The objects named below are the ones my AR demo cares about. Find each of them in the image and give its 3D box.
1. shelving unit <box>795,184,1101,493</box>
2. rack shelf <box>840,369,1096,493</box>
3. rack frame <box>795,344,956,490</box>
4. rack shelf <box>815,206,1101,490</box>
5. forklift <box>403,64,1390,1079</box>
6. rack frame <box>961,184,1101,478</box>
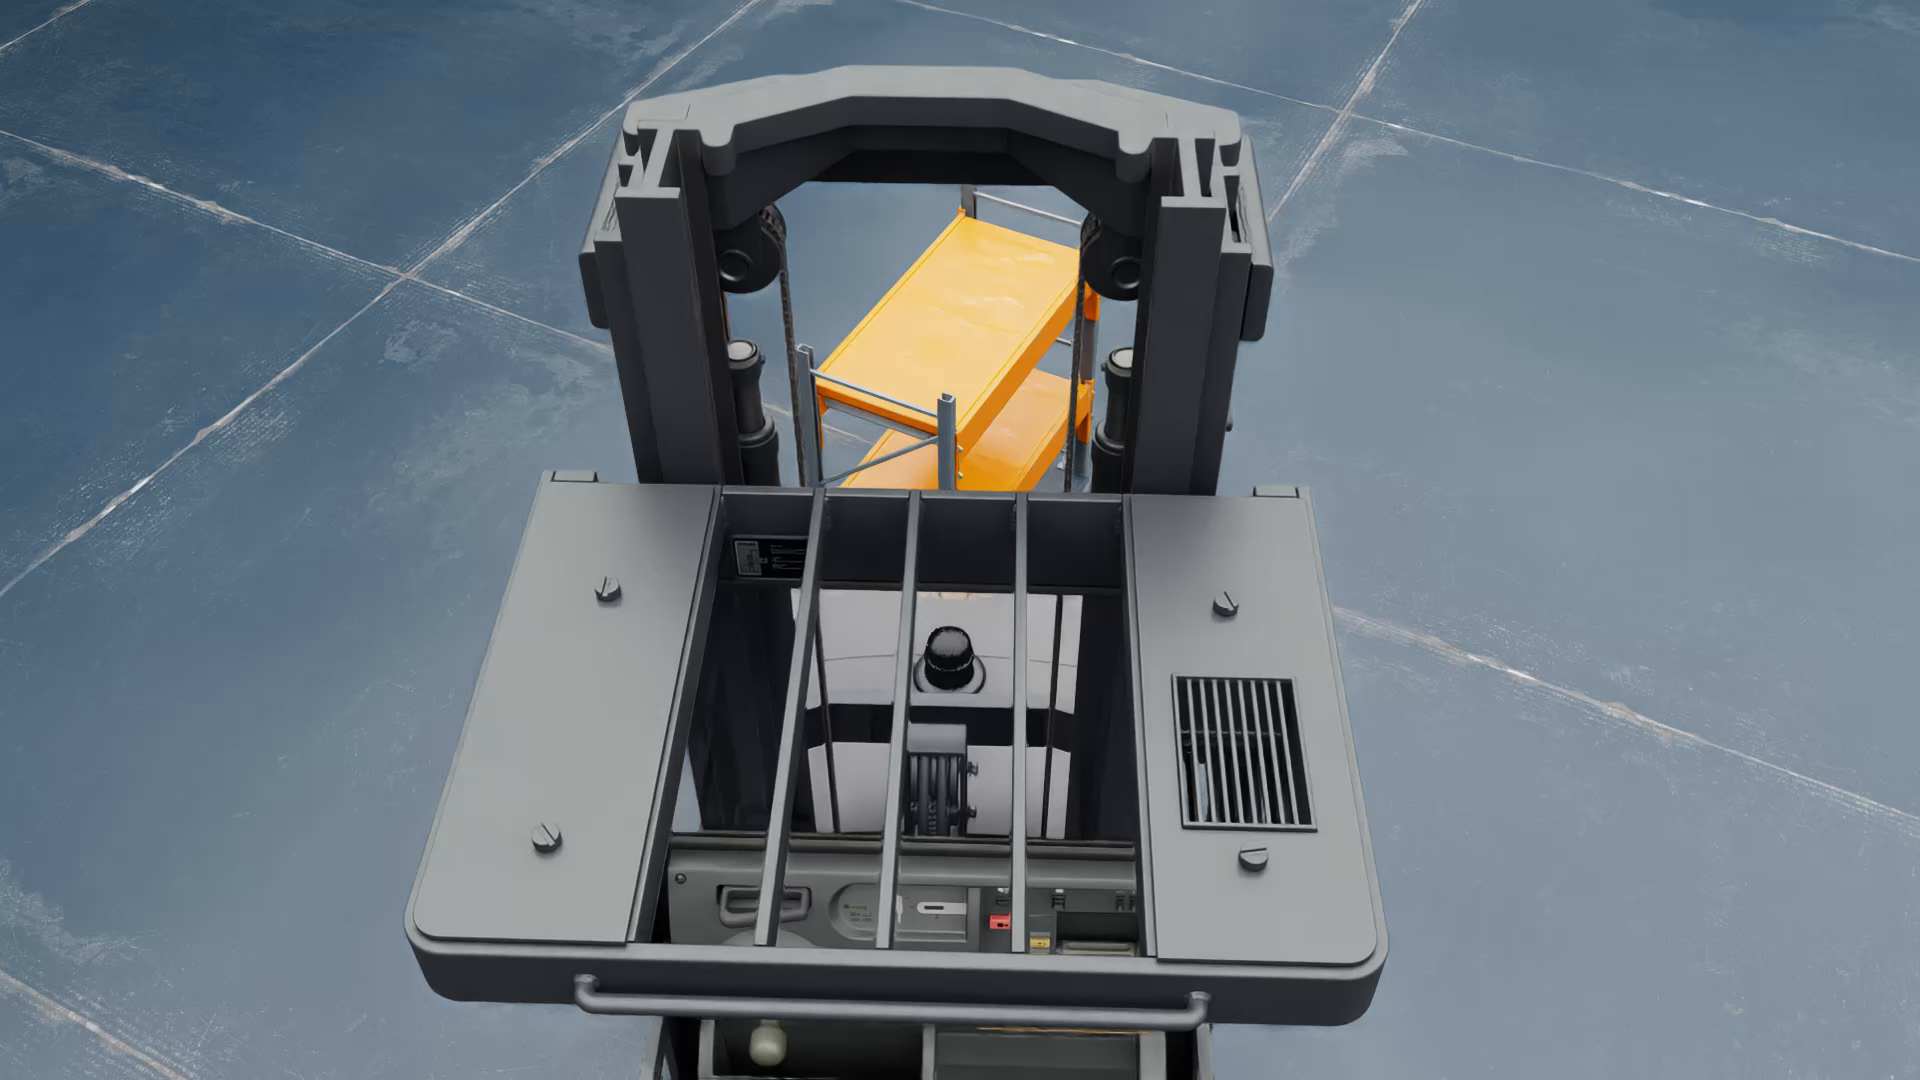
[{"bbox_3d":[-0.003,-0.391,5.346,0.538,1.125,1.048,20,49,19],"label":"shelving unit"},{"bbox_3d":[-0.003,-0.219,5.520,0.538,0.278,1.000,20,49,19],"label":"rack shelf"},{"bbox_3d":[-0.239,-0.071,5.029,0.500,1.125,0.032,20,49,19],"label":"rack frame"},{"bbox_3d":[-0.003,-0.597,5.138,0.538,0.278,1.000,20,49,19],"label":"rack shelf"},{"bbox_3d":[-0.060,0.852,2.847,1.130,2.935,3.031,1,45,1],"label":"forklift"},{"bbox_3d":[0.233,-0.711,5.662,0.500,1.125,0.032,20,49,19],"label":"rack frame"}]
